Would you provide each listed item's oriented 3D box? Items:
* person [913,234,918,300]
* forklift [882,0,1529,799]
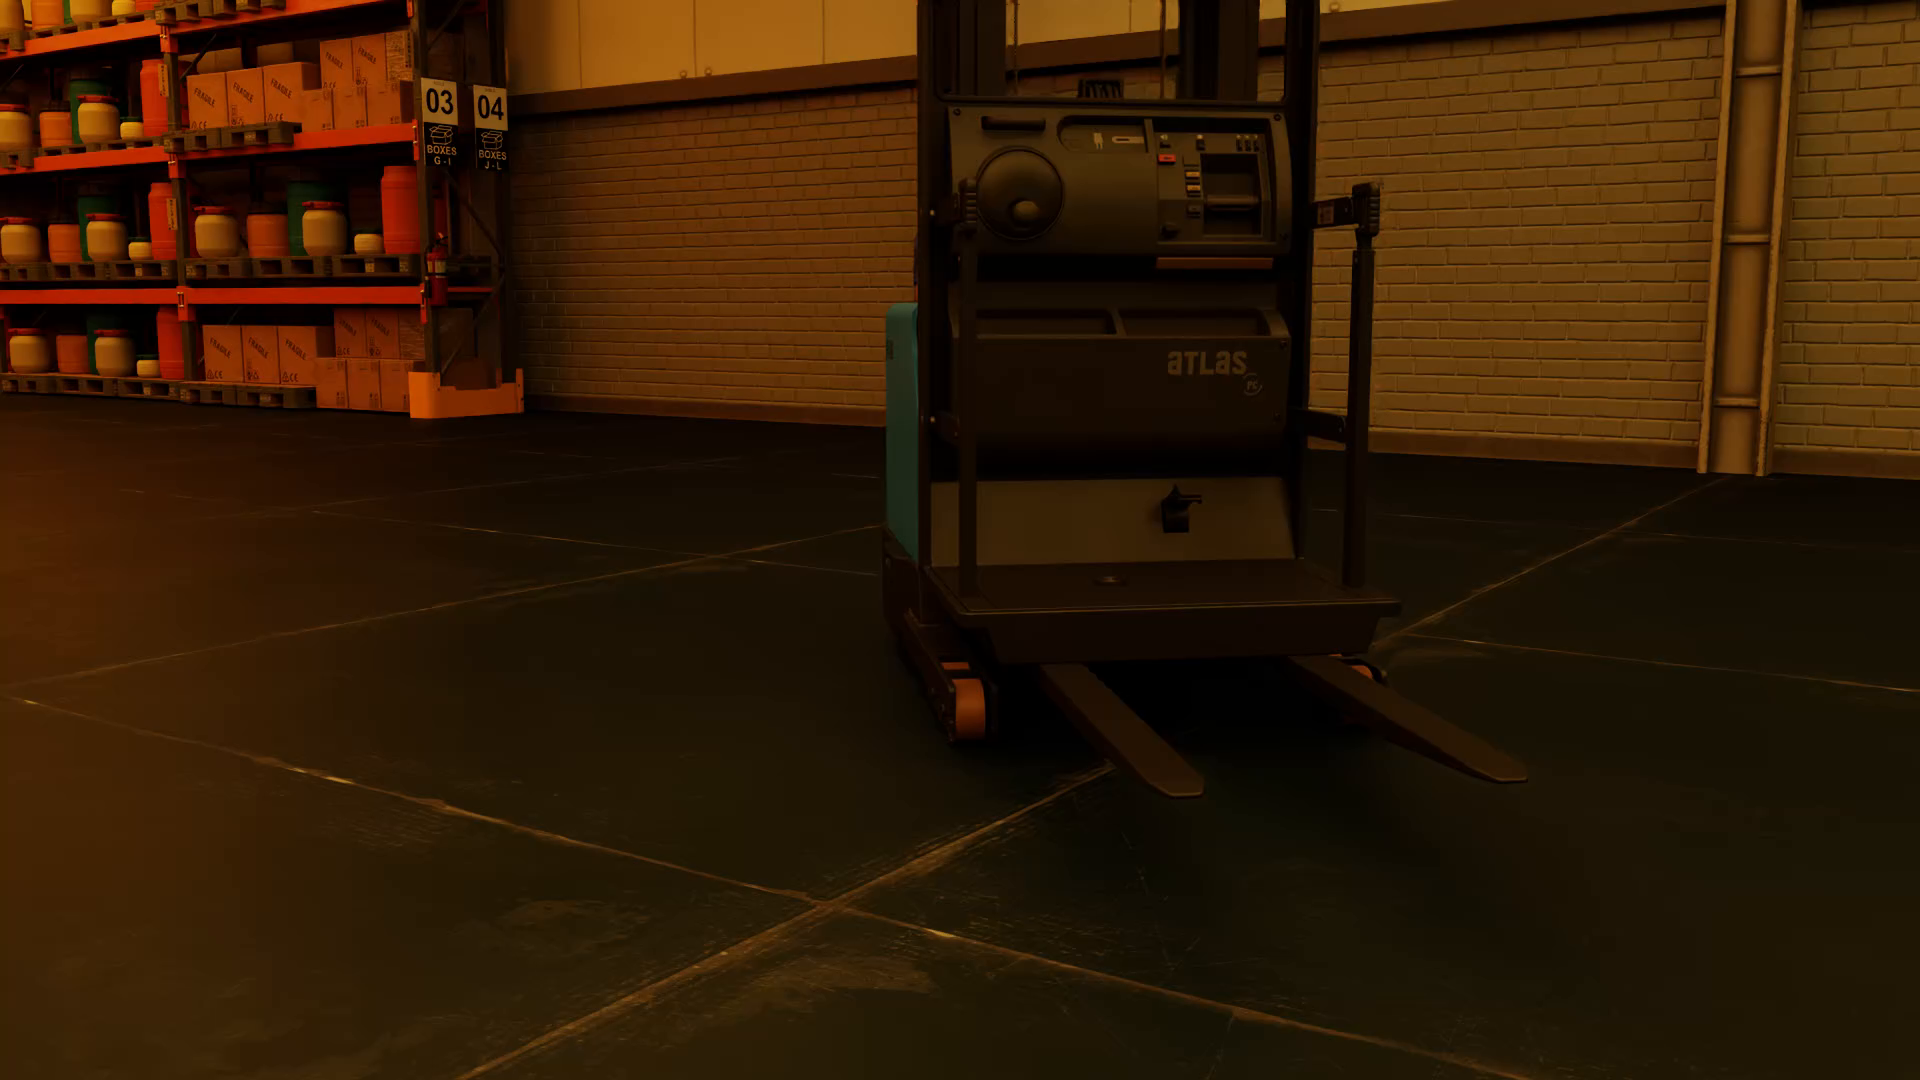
[{"bbox_3d":[0.061,-0.817,7.421,0.504,1.654,0.569,5,10,34],"label":"person"},{"bbox_3d":[0.466,-1.003,4.248,1.130,2.935,3.031,-1,8,-9],"label":"forklift"}]
